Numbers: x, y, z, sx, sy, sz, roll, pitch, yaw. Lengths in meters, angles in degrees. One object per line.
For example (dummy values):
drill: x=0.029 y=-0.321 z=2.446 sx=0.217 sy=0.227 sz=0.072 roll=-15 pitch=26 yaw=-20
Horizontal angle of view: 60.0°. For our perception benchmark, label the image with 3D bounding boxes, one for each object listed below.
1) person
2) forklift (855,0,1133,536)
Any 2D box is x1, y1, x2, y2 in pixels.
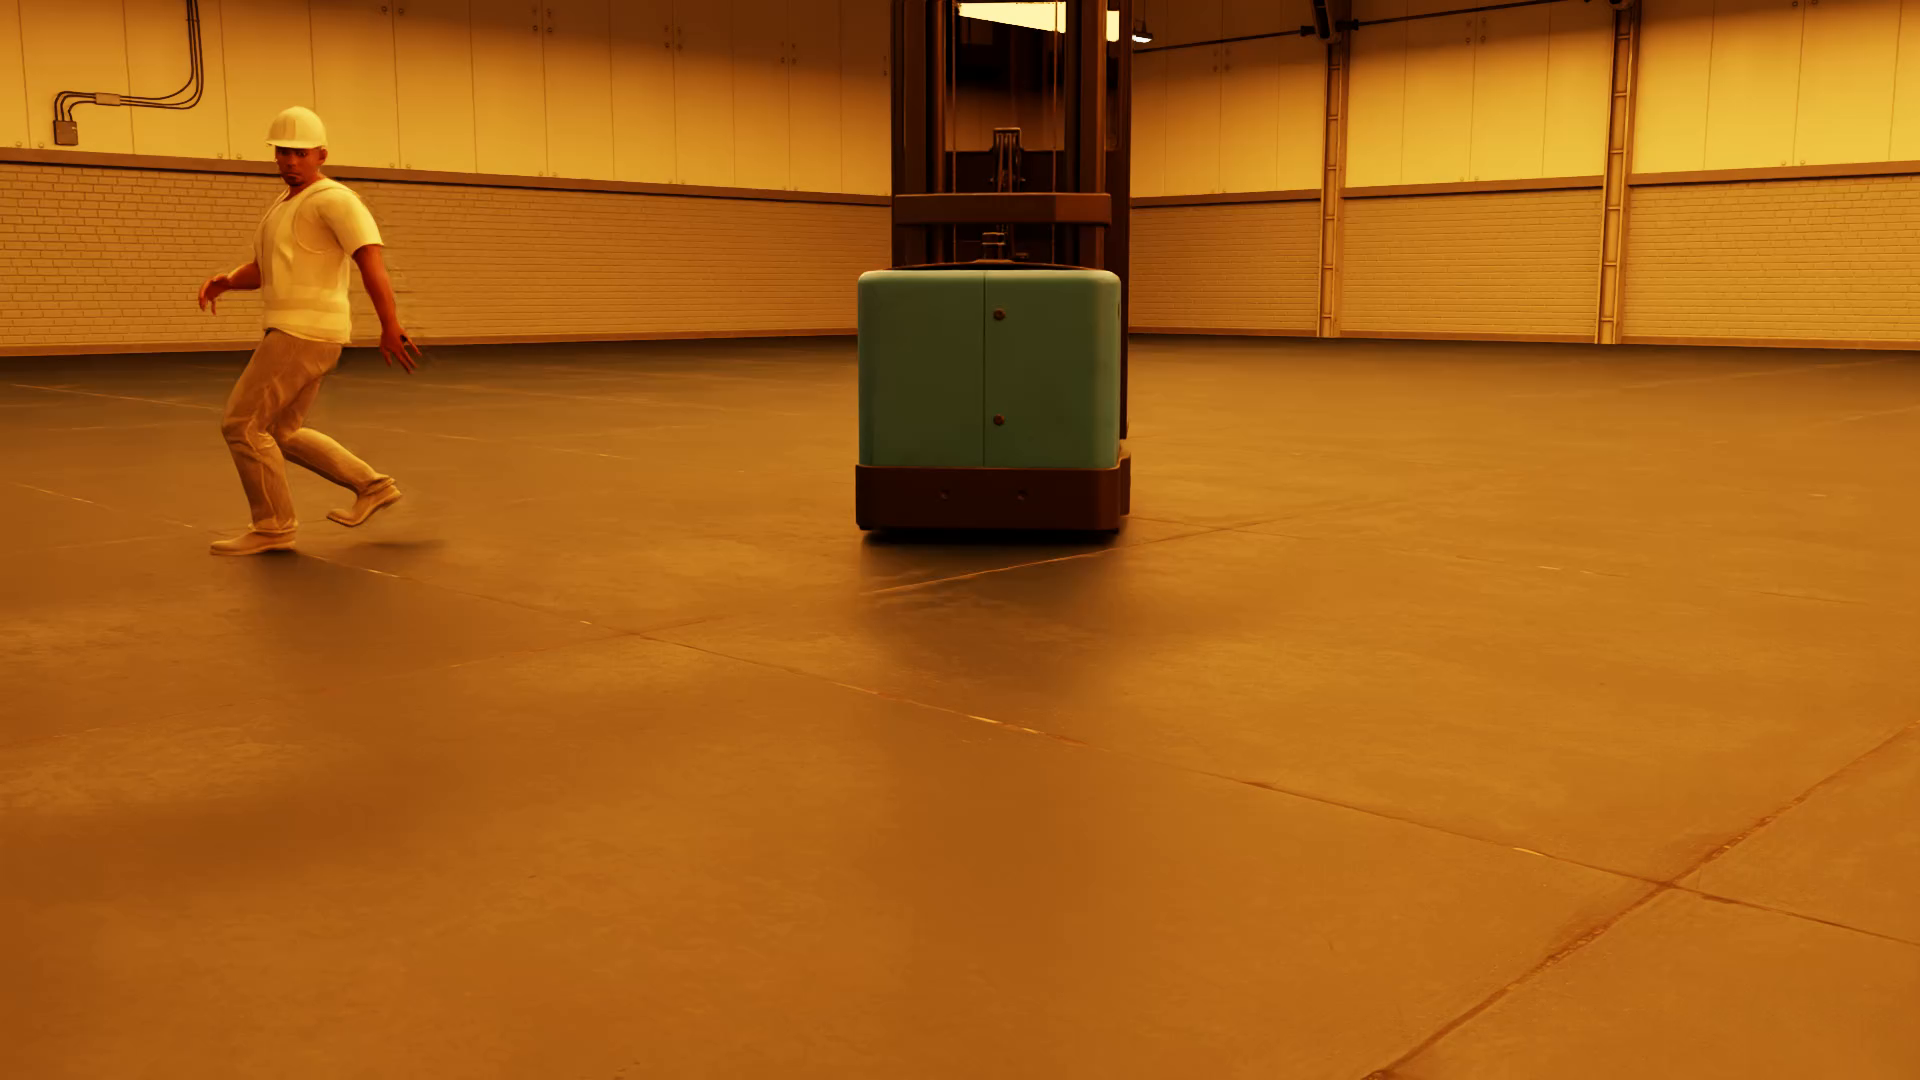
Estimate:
person: x=-2.510 y=-0.799 z=6.398 sx=0.790 sy=1.692 sz=0.654 roll=-3 pitch=9 yaw=-21
forklift: x=0.258 y=-1.646 z=7.808 sx=1.130 sy=2.935 sz=3.031 roll=1 pitch=9 yaw=6
